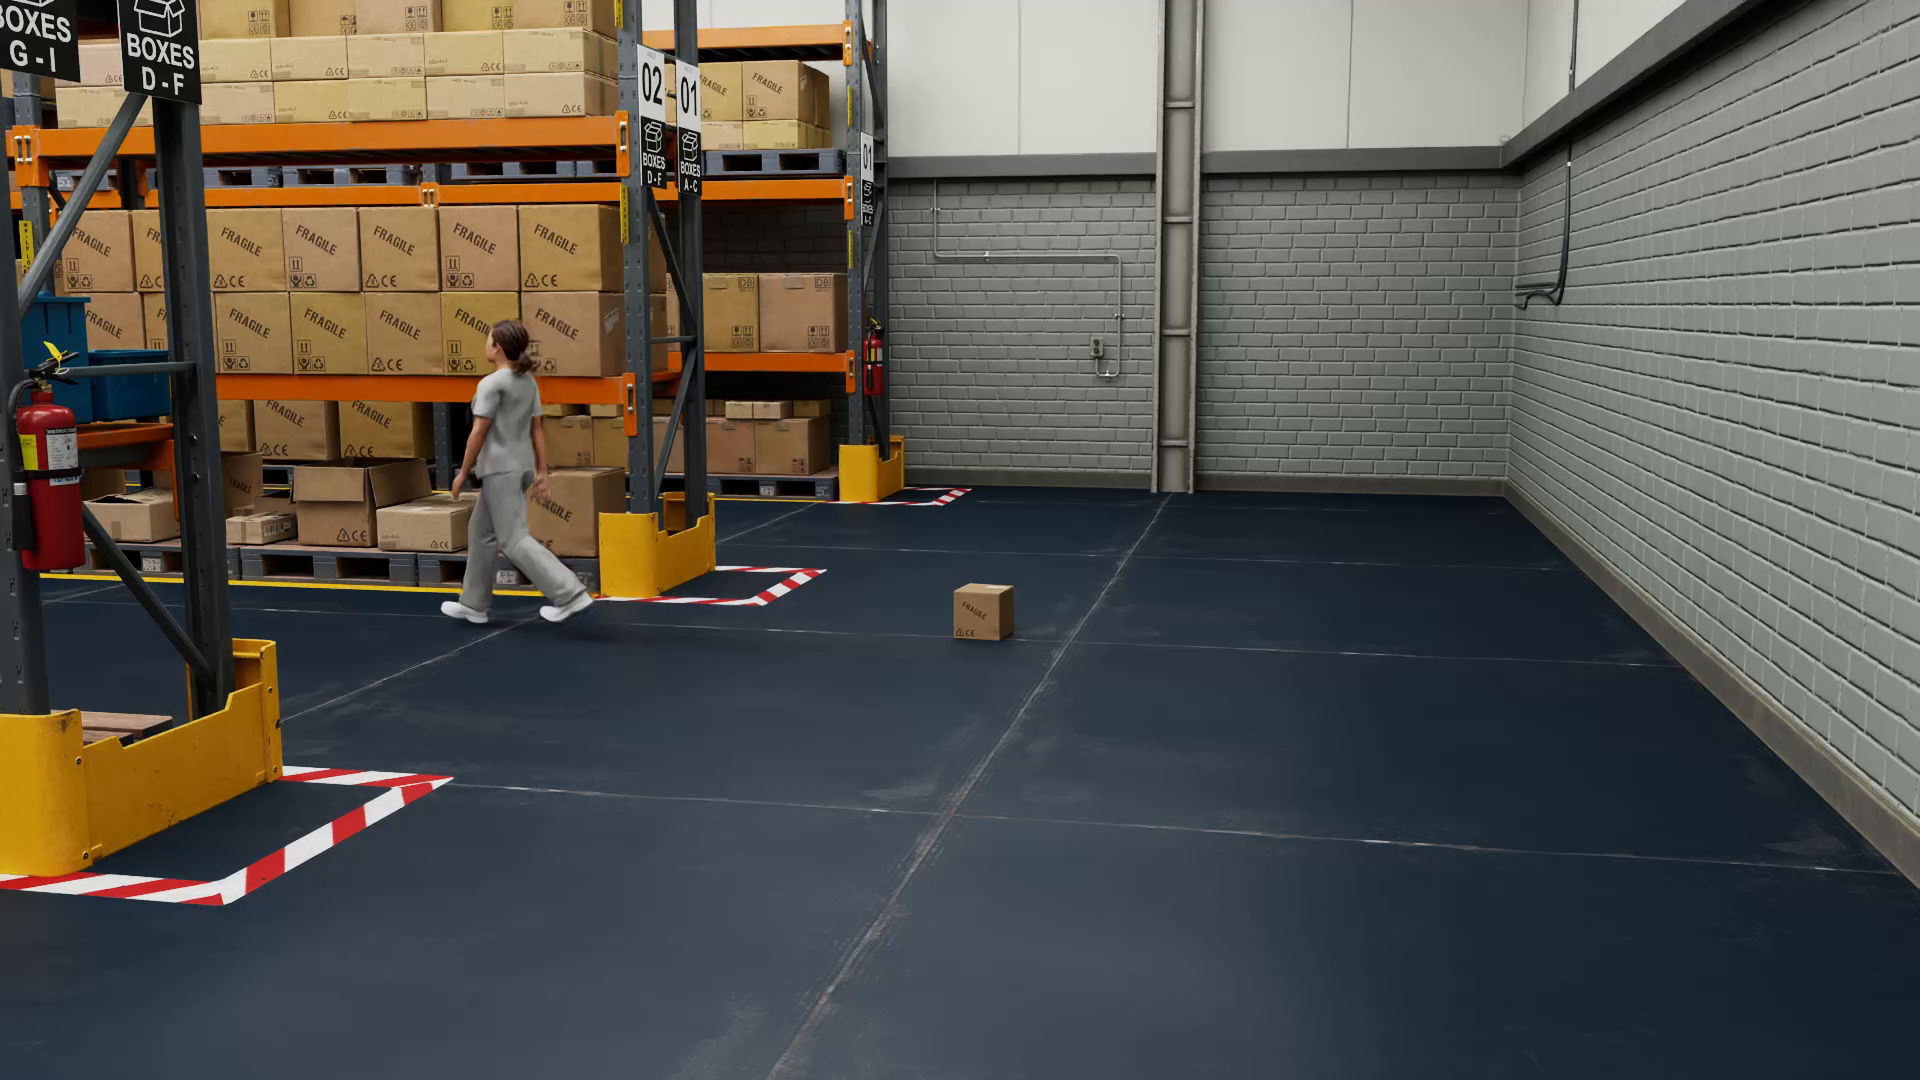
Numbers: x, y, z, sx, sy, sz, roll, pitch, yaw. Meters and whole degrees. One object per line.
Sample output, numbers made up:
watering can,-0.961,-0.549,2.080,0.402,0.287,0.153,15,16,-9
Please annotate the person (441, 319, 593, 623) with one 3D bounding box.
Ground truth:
person,-2.372,-0.343,8.745,1.004,1.621,0.455,3,8,18
